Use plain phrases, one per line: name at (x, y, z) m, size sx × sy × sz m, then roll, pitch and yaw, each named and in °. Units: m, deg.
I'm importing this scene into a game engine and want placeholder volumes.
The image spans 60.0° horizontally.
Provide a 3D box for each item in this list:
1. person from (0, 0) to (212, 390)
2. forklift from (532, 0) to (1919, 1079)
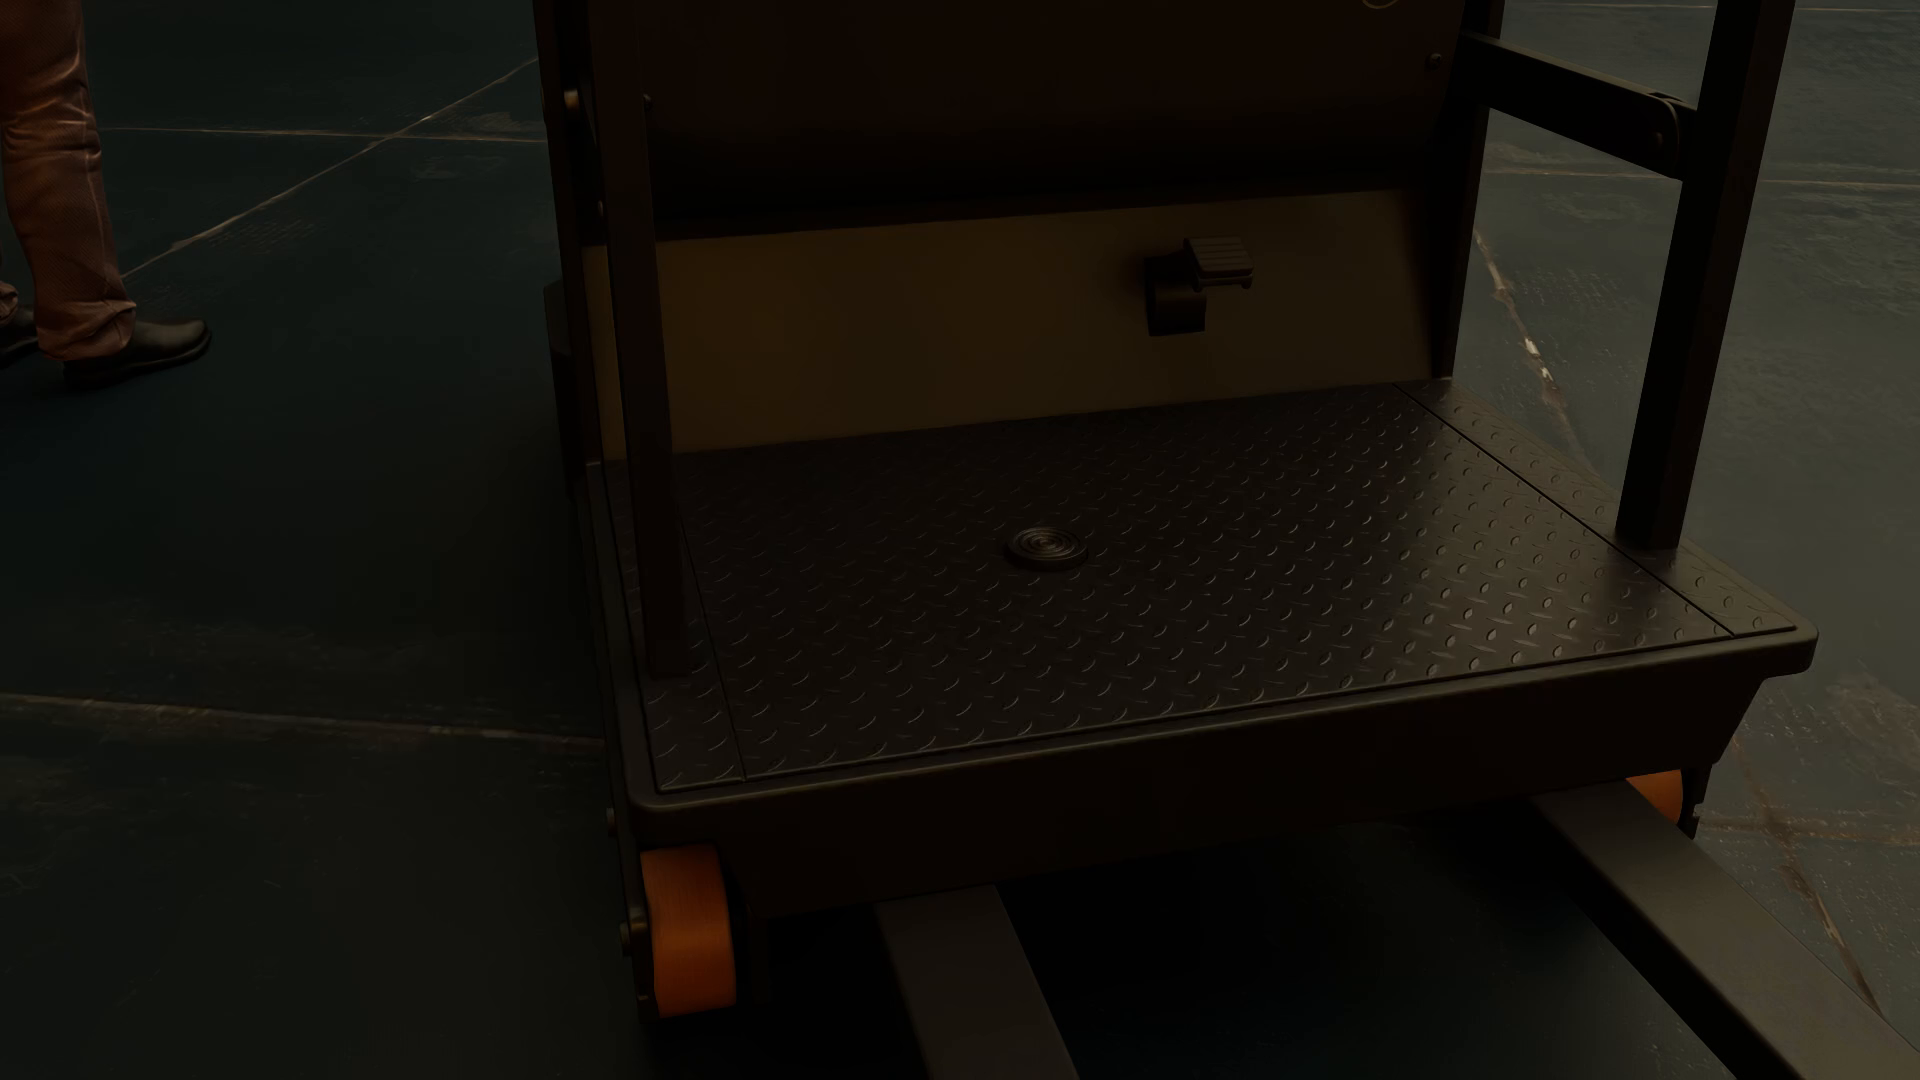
person at (-1.728, -1.111, 2.799) m, size 0.544 × 1.725 × 0.355 m, roll 7°, pitch 27°, yaw 14°
forklift at (0.153, -1.049, 1.319) m, size 1.130 × 2.935 × 3.031 m, roll -7°, pitch 27°, yaw -13°
